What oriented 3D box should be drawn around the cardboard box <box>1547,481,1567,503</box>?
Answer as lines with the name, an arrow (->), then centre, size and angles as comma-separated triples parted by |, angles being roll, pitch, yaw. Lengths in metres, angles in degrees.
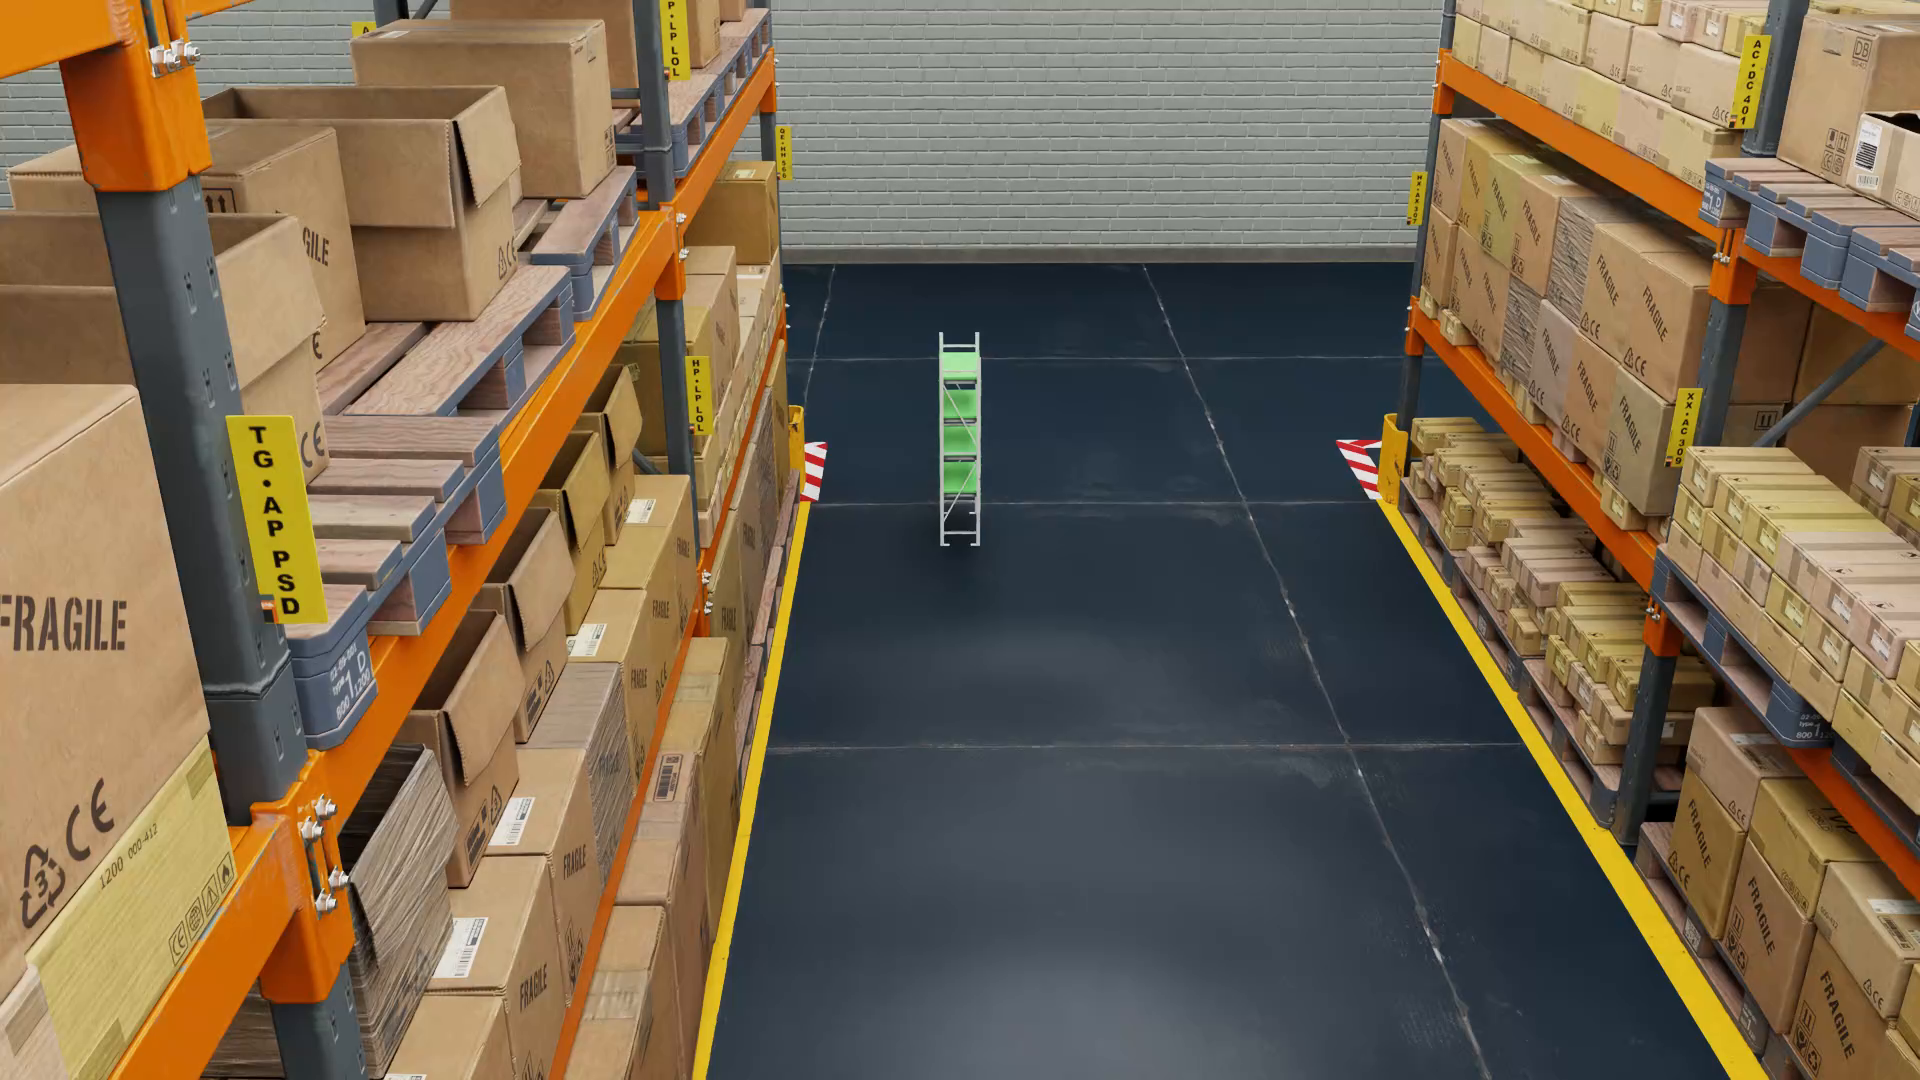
cardboard box -> 3.618, -0.328, 9.564 | 0.380, 0.149, 0.250 | -1, 24, -3

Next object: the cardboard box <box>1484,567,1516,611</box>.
cardboard box -> 3.060, 0.263, 8.977 | 0.380, 0.149, 0.250 | 0, 24, -1

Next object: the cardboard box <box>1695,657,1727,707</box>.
cardboard box -> 3.611, 0.667, 7.725 | 0.380, 0.149, 0.250 | 0, 24, 0

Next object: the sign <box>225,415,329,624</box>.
sign -> -0.987, -0.026, 2.399 | 0.100, 0.325, 0.005 | 0, 24, -1

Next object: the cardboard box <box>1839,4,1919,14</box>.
cardboard box -> 3.657, -1.992, 6.465 | 0.380, 0.149, 0.250 | -1, 24, -3

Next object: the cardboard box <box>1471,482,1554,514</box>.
cardboard box -> 3.087, -0.211, 9.305 | 0.380, 0.149, 0.250 | 1, 24, 2

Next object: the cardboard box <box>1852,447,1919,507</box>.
cardboard box -> 3.587, -0.234, 6.201 | 0.380, 0.149, 0.250 | 1, 24, 2

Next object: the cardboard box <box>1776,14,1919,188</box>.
cardboard box -> 3.282, -1.498, 5.650 | 0.700, 0.500, 0.500 | 0, 24, 0

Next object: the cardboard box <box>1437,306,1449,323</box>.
cardboard box -> 3.064, -1.345, 9.888 | 0.380, 0.149, 0.250 | 1, 24, 1

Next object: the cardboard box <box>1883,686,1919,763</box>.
cardboard box -> 2.951, 0.546, 4.837 | 0.380, 0.149, 0.250 | -1, 24, -2

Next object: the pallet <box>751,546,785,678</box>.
pallet -> -1.519, 0.383, 9.147 | 1.003, 0.211, 1.213 | 0, 24, -1

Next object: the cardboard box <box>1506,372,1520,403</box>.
cardboard box -> 3.088, -0.807, 8.699 | 0.380, 0.149, 0.250 | 1, 24, 1

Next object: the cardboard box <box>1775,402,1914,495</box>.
cardboard box -> 3.634, -0.437, 7.094 | 0.500, 0.500, 0.500 | -1, 24, -2

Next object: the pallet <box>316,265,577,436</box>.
pallet -> -1.605, -0.428, 4.146 | 1.003, 0.211, 1.213 | 1, 24, 2

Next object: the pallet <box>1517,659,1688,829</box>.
pallet -> 3.345, 0.943, 7.908 | 1.003, 0.211, 1.213 | 0, 24, -1

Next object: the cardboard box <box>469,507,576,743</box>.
cardboard box -> -1.539, 0.229, 4.764 | 0.797, 0.503, 0.637 | 1, 24, 1

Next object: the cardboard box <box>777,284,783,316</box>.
cardboard box -> -1.283, -1.458, 10.140 | 0.380, 0.149, 0.250 | 0, 24, 0

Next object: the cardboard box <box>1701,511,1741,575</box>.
cardboard box -> 2.937, 0.008, 6.026 | 0.380, 0.149, 0.250 | -1, 24, -2

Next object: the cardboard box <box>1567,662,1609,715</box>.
cardboard box -> 3.051, 0.682, 7.692 | 0.380, 0.149, 0.250 | -1, 24, -3

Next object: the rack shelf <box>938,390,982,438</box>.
rack shelf -> -0.002, -0.775, 10.081 | 0.258, 0.148, 0.480 | 0, 24, -1

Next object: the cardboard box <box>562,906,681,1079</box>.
cardboard box -> -1.518, 1.703, 4.913 | 1.225, 0.875, 0.875 | 0, 24, 0

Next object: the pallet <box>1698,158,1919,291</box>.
pallet -> 3.288, -1.077, 5.579 | 1.213, 0.211, 1.003 | 0, 24, -1

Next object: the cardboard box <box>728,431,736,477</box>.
cardboard box -> -1.254, -0.404, 7.808 | 0.380, 0.149, 0.250 | -1, 24, -2

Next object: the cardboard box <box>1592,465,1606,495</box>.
cardboard box -> 3.096, -0.269, 7.509 | 0.380, 0.149, 0.250 | 1, 24, 2

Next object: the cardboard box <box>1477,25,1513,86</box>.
cardboard box -> 3.095, -2.594, 8.888 | 0.500, 0.250, 0.500 | 1, 24, 1

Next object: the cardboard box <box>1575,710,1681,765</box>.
cardboard box -> 3.043, 0.897, 7.577 | 0.380, 0.149, 0.250 | 0, 24, 0

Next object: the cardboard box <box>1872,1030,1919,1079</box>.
cardboard box -> 3.139, 1.843, 5.058 | 0.500, 0.500, 0.500 | -1, 24, -3

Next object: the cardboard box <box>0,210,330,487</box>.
cardboard box -> -1.608, -0.278, 2.949 | 0.797, 0.503, 0.637 | 1, 24, 3

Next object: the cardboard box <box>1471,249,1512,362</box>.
cardboard box -> 3.097, -1.271, 8.939 | 0.500, 0.500, 0.500 | 0, 24, 0

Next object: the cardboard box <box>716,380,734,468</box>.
cardboard box -> -1.317, -0.537, 7.618 | 0.500, 0.250, 0.500 | 0, 24, -1

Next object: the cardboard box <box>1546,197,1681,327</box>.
cardboard box -> 3.110, -1.304, 7.797 | 0.500, 0.500, 0.500 | 0, 24, 1

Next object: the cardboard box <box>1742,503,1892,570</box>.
cardboard box -> 2.941, -0.014, 5.714 | 0.380, 0.149, 0.250 | 0, 24, 0

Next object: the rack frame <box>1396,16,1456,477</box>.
rack frame -> 3.344, -1.699, 10.366 | 1.000, 3.000, 0.127 | 0, 24, -1

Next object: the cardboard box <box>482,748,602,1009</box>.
cardboard box -> -1.280, 0.908, 4.482 | 0.500, 0.500, 0.500 | -1, 24, -2

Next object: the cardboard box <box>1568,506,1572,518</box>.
cardboard box -> 3.661, -0.083, 9.383 | 0.380, 0.149, 0.250 | 0, 24, 0

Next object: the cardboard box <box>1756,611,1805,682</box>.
cardboard box -> 2.942, 0.358, 5.615 | 0.380, 0.149, 0.250 | 0, 24, 0

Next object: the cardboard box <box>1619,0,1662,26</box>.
cardboard box -> 3.092, -2.316, 7.182 | 0.380, 0.149, 0.250 | -1, 24, -3

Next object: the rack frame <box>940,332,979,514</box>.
rack frame -> -0.004, -0.715, 10.376 | 0.240, 1.200, 0.015 | 0, 24, -1

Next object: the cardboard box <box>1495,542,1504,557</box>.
cardboard box -> 3.167, 0.030, 9.132 | 0.380, 0.149, 0.250 | 1, 24, 2

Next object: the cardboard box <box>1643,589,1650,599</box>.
cardboard box -> 3.570, 0.318, 8.135 | 0.380, 0.149, 0.250 | -1, 24, -2

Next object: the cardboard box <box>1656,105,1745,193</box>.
cardboard box -> 3.112, -1.550, 6.579 | 0.500, 0.250, 0.500 | 0, 24, 1

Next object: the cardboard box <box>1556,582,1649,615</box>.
cardboard box -> 3.147, 0.326, 8.118 | 0.380, 0.149, 0.250 | 1, 24, 1

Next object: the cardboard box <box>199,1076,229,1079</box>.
cardboard box -> -1.782, 1.330, 3.547 | 0.500, 0.500, 0.500 | 0, 24, 1

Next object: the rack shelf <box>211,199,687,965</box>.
rack shelf -> -1.551, -0.285, 4.473 | 1.077, 0.370, 4.000 | 0, 24, -1

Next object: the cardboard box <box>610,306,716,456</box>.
cardboard box -> -1.322, -0.677, 7.019 | 0.500, 0.500, 0.500 | 0, 24, -1

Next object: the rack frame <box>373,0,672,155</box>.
rack frame -> -1.573, -2.803, 5.528 | 1.000, 3.000, 0.127 | 0, 24, -1

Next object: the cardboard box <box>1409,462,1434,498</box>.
cardboard box -> 3.030, -0.374, 10.387 | 0.380, 0.149, 0.250 | 0, 24, 1

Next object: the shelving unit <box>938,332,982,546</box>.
shelving unit -> -0.002, -0.615, 10.154 | 0.258, 1.200, 0.503 | 0, 24, -1

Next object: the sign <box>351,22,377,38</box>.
sign -> -2.128, -1.705, 6.017 | 0.100, 0.325, 0.005 | 0, 24, -1

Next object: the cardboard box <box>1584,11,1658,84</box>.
cardboard box -> 3.124, -2.195, 7.399 | 0.500, 0.250, 0.500 | 1, 24, 2

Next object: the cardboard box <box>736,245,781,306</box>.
cardboard box -> -1.346, -1.587, 9.940 | 0.500, 0.250, 0.500 | -1, 24, -1

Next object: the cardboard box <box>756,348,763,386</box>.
cardboard box -> -1.267, -0.931, 8.973 | 0.380, 0.149, 0.250 | 0, 24, 0

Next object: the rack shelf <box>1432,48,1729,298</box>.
rack shelf -> 3.366, -1.914, 8.074 | 1.077, 0.370, 4.000 | 0, 24, -1
